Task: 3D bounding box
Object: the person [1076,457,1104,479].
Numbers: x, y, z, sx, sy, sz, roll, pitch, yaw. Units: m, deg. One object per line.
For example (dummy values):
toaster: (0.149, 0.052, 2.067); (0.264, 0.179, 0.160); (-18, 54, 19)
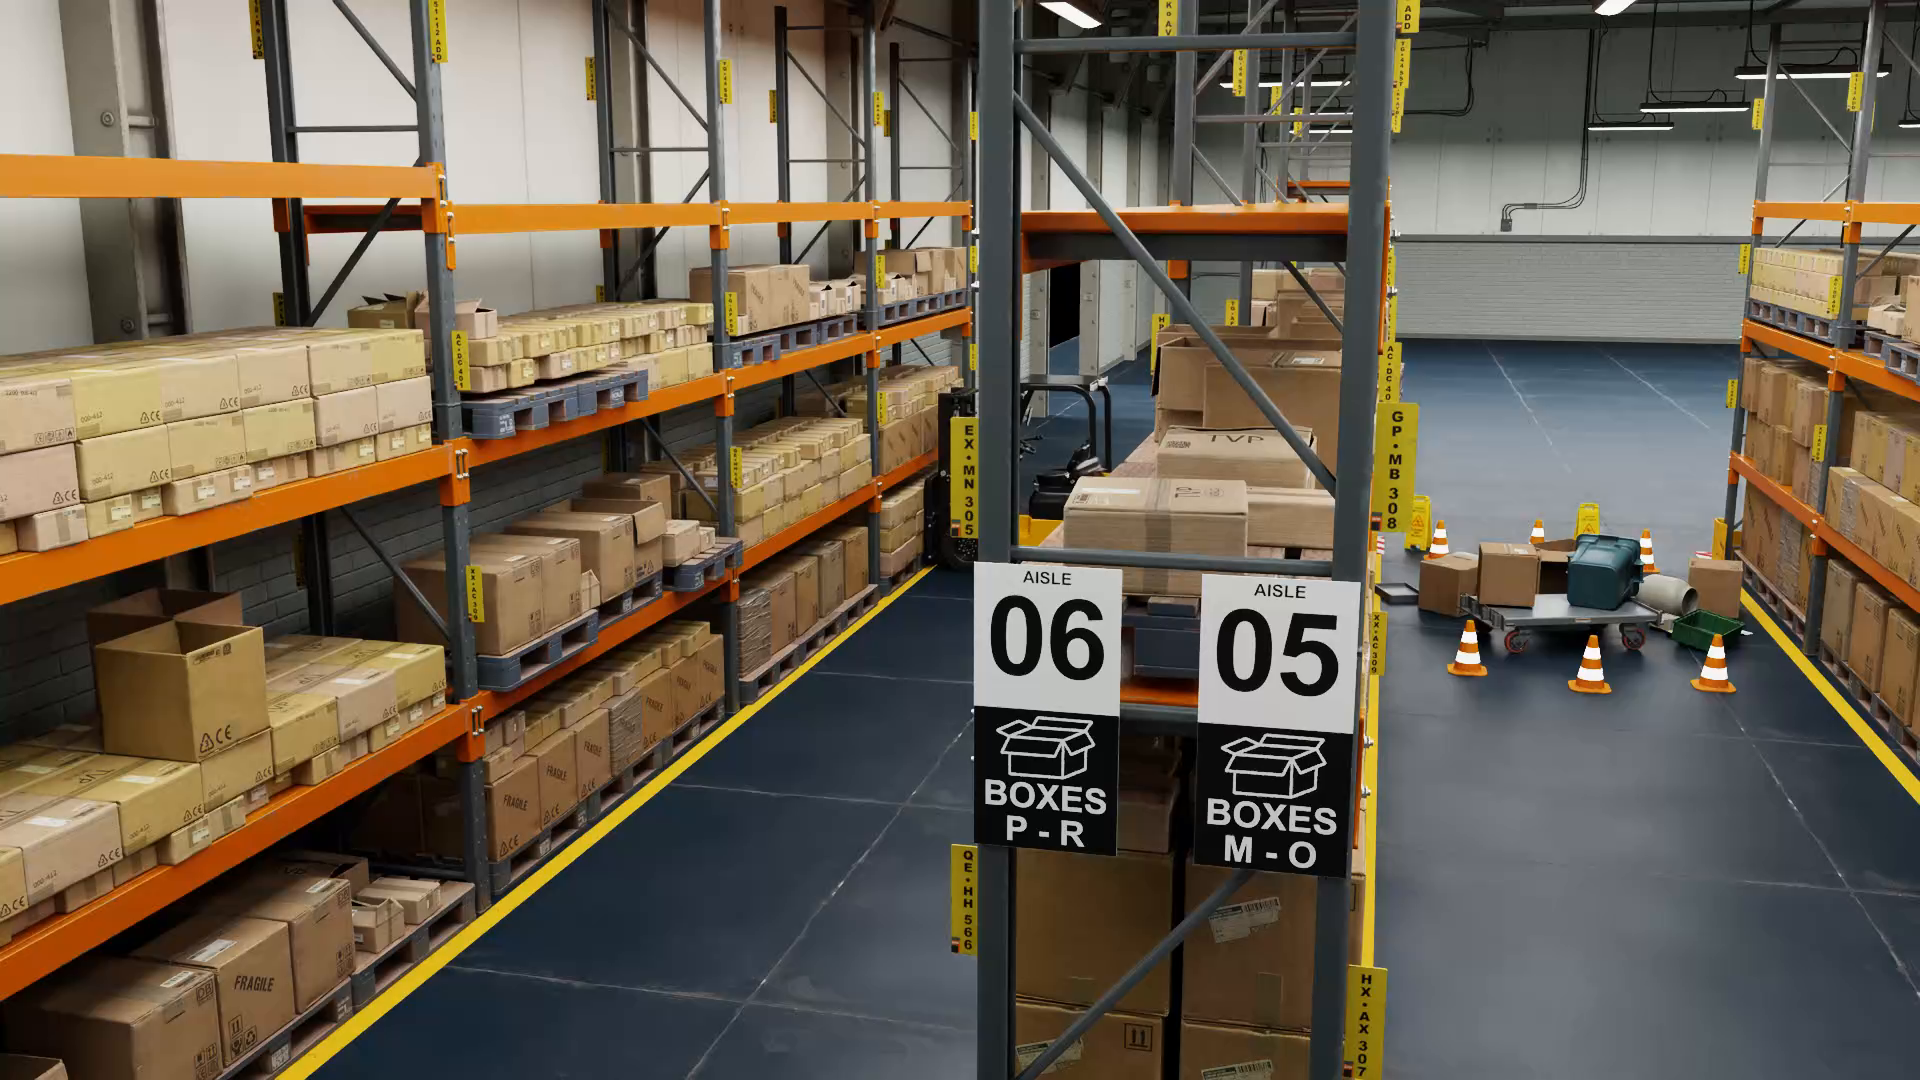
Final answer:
person: (1.384, 0.032, 16.238); (0.527, 1.689, 0.451); (3, 12, 15)
